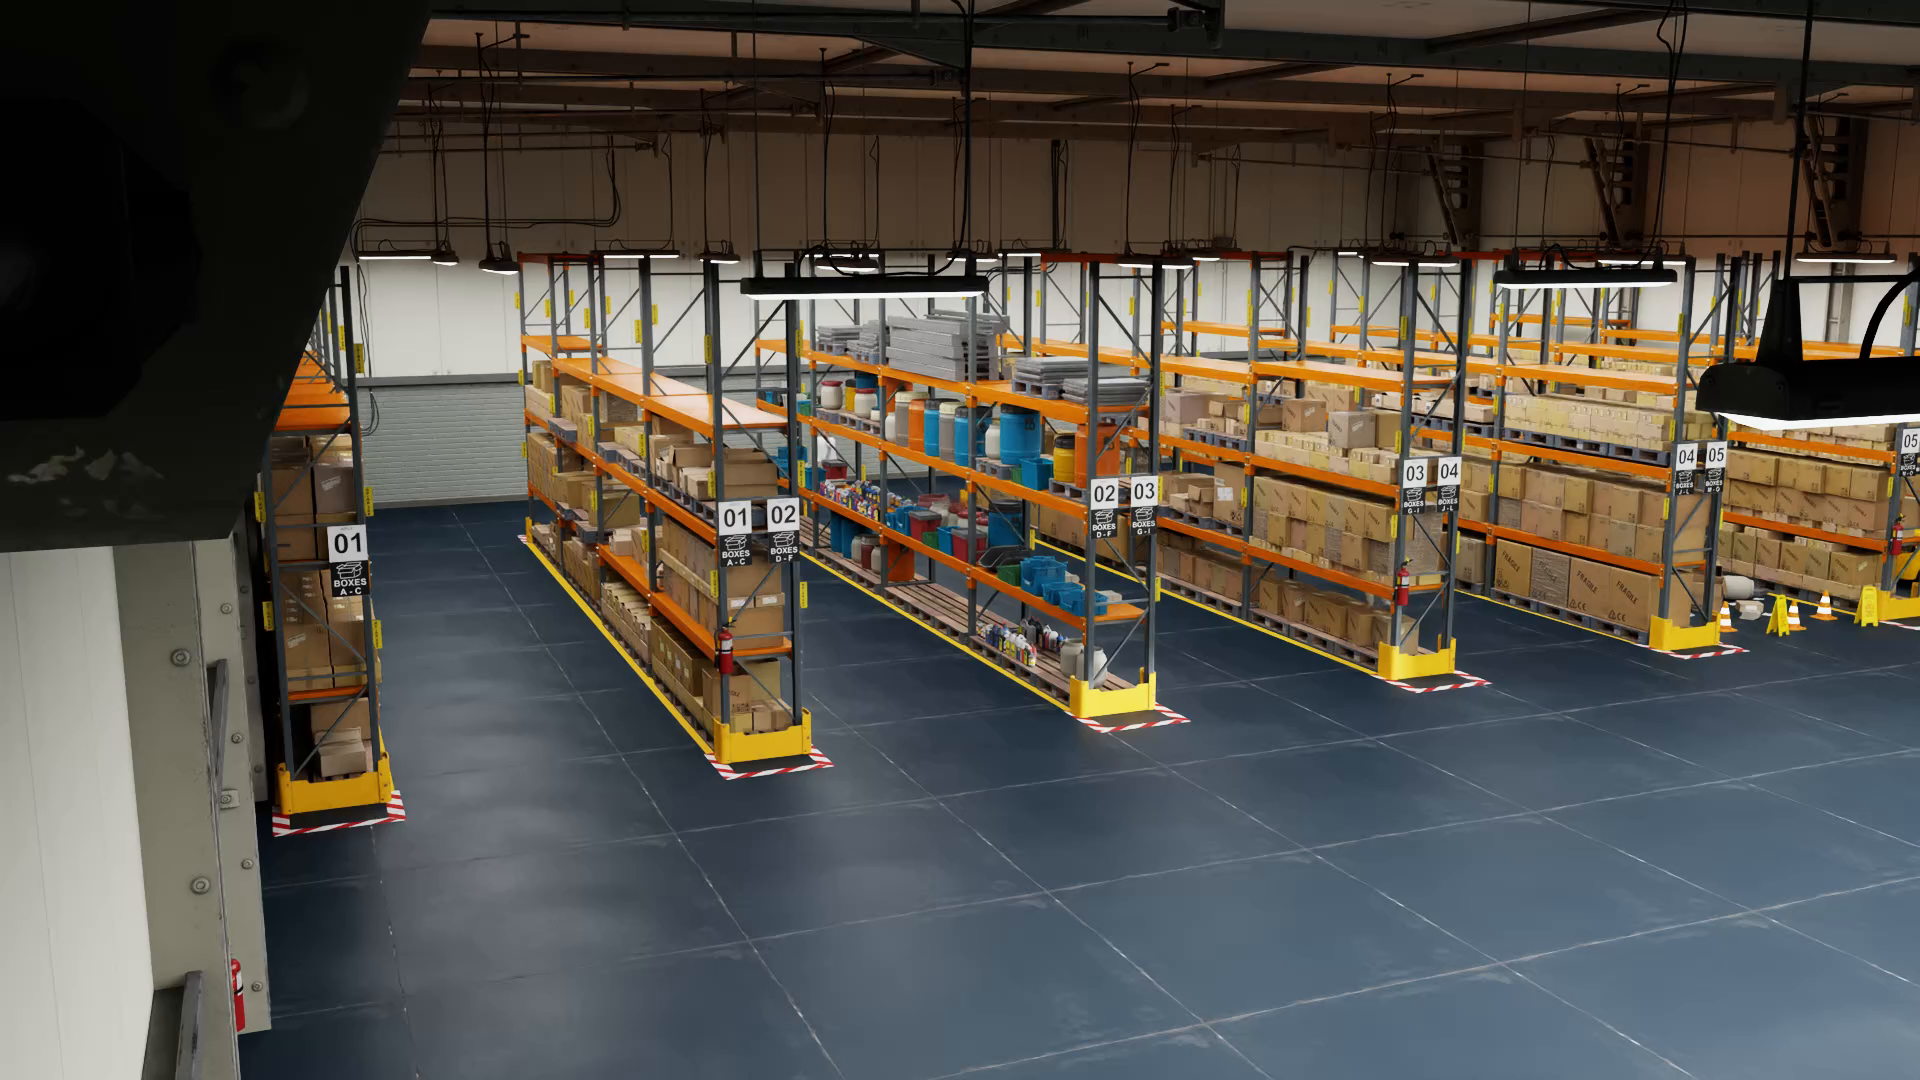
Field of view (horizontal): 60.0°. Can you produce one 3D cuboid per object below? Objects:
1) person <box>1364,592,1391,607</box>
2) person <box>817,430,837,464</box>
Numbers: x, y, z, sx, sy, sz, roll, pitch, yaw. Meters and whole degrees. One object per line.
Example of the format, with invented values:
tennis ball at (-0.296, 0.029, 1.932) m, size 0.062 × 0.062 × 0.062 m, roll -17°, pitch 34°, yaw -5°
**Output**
person at (7.092, 0.329, 28.461) m, size 0.586 × 1.724 × 0.532 m, roll -3°, pitch 11°, yaw -18°
person at (-3.240, -1.900, 40.544) m, size 0.656 × 1.716 × 1.155 m, roll -5°, pitch 12°, yaw -25°
